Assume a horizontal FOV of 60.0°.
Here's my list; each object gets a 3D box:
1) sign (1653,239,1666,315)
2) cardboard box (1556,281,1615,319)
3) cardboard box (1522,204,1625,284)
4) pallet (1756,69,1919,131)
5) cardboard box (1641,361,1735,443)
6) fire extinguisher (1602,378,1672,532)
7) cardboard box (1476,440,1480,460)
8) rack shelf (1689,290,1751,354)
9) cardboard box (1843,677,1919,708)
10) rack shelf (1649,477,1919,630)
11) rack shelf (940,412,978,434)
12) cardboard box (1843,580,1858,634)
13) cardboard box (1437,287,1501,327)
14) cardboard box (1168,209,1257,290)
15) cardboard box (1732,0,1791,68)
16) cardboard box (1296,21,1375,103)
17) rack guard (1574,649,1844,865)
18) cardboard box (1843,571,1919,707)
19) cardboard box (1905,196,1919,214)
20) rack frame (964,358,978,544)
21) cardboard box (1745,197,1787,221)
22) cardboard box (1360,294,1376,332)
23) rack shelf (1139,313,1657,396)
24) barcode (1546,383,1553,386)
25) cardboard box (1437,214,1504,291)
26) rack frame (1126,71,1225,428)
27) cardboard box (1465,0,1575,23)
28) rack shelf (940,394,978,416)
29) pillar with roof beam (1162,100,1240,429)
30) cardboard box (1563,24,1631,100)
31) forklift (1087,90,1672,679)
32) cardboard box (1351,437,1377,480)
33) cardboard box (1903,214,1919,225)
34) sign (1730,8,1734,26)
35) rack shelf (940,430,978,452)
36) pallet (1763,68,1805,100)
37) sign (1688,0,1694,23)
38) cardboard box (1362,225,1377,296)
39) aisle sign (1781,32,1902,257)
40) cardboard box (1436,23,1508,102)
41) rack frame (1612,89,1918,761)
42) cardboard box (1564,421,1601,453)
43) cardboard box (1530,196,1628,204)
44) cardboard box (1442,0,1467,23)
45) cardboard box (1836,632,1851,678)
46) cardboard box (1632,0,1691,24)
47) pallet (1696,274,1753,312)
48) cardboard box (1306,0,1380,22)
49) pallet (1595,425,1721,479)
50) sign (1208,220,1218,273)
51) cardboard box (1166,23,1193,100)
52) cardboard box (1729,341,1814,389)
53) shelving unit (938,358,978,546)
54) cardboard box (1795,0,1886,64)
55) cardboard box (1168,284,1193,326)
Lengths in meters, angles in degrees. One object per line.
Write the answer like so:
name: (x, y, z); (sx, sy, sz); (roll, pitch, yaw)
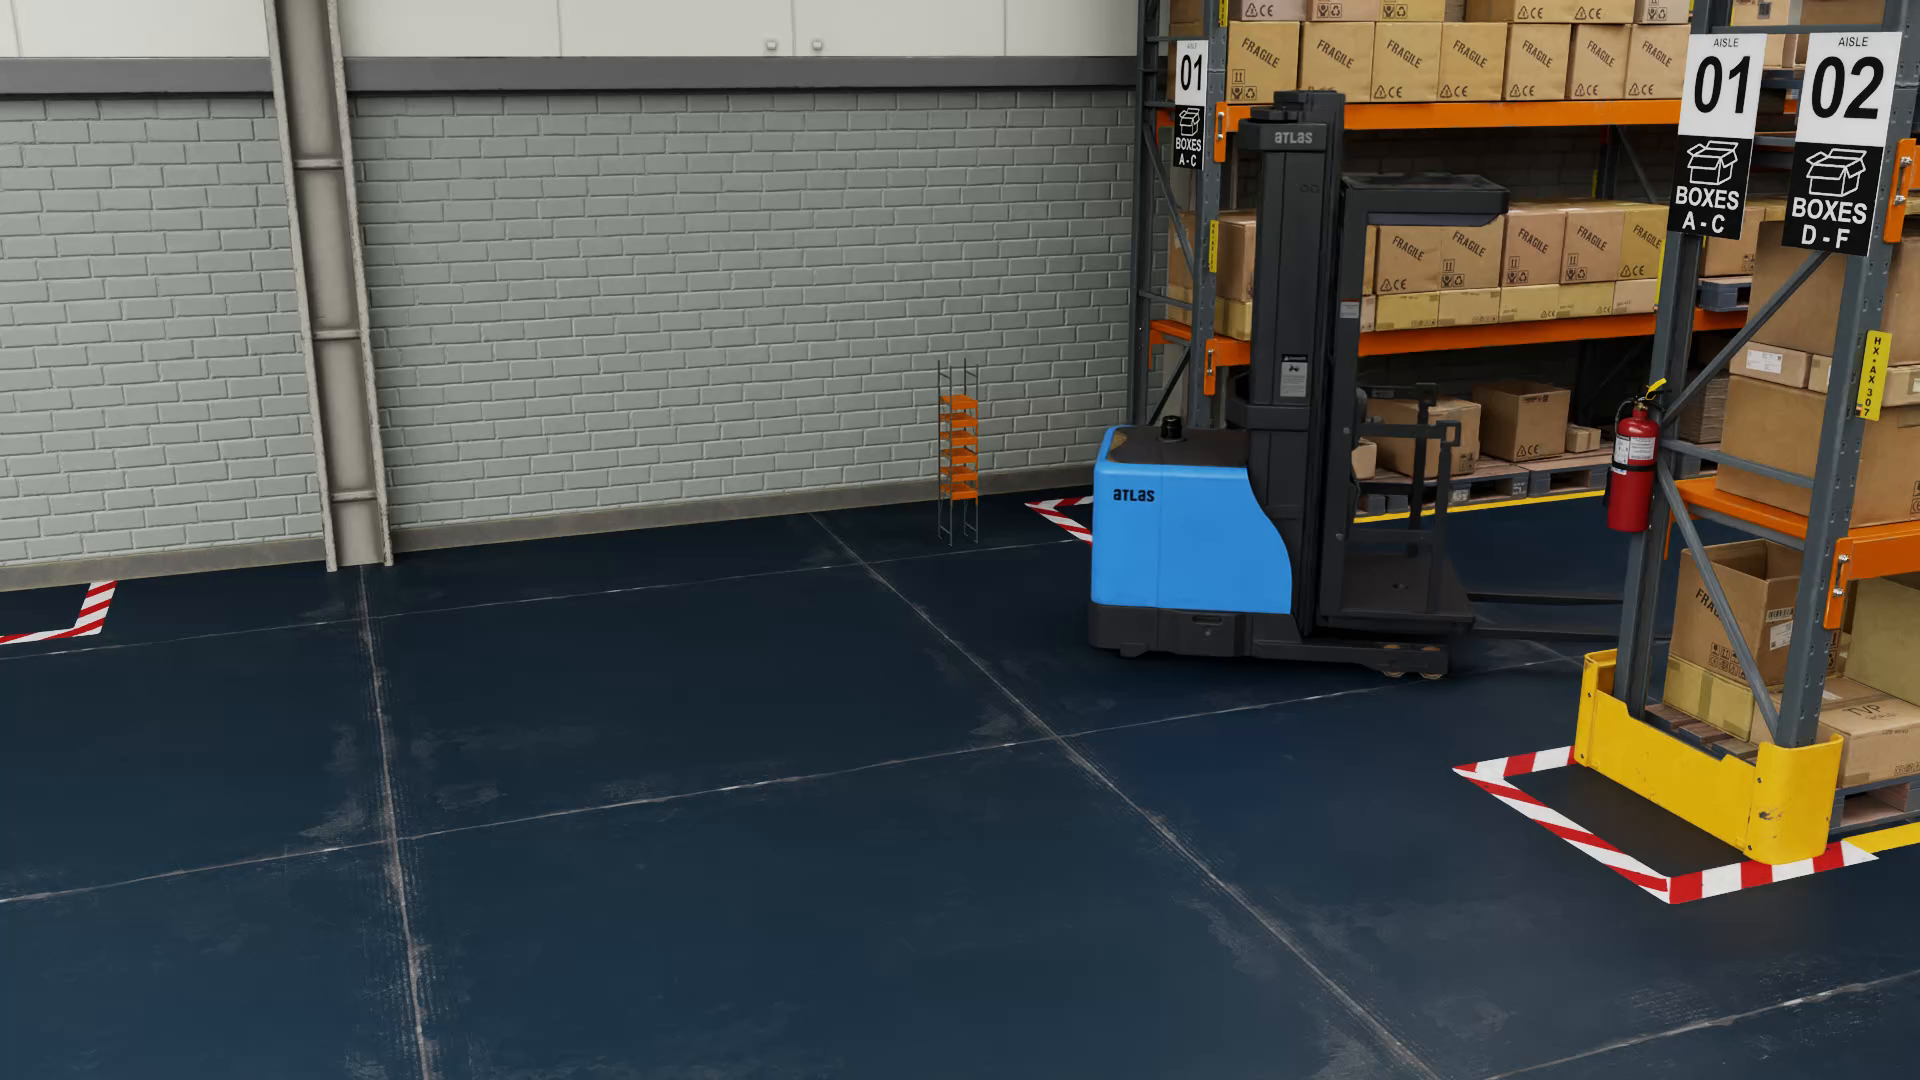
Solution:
sign: (3.020, -1.118, 7.106); (0.005, 0.325, 0.100); (-6, 17, -20)
cardboard box: (4.358, -1.773, 12.043); (0.500, 0.250, 0.500); (-6, 17, -20)
cardboard box: (4.365, -2.127, 11.919); (0.500, 0.500, 0.500); (-6, 17, -20)
pallet: (3.871, -1.766, 6.621); (1.213, 0.211, 1.003); (-6, 17, -20)
cardboard box: (5.842, -1.101, 13.180); (0.500, 0.500, 0.700); (-6, 17, -18)
fire extinguisher: (2.925, -0.378, 7.198); (0.183, 0.674, 0.296); (-6, 17, -20)
cardboard box: (3.660, -0.698, 12.431); (0.250, 0.149, 0.380); (-8, 18, -25)
rack shelf: (7.028, -1.867, 13.410); (4.000, 0.370, 1.077); (-6, 17, -20)
cardboard box: (4.247, 0.766, 7.300); (0.500, 0.250, 0.500); (-6, 17, -20)
rack shelf: (5.069, -0.161, 7.600); (4.000, 0.370, 1.077); (-6, 17, -20)
rack shelf: (-0.014, -0.762, 10.869); (0.180, 0.103, 0.258); (-6, 17, -20)
cardboard box: (4.524, 0.216, 7.842); (0.500, 0.500, 0.500); (-6, 17, -20)
cardboard box: (3.425, -1.667, 11.682); (0.500, 0.250, 0.500); (-6, 17, -20)
cardboard box: (1.789, -2.008, 11.514); (0.500, 0.500, 0.500); (-6, 18, -21)
cardboard box: (5.699, -3.734, 12.242); (0.500, 0.500, 0.500); (-4, 17, -12)
cardboard box: (2.341, -3.117, 10.852); (0.500, 0.500, 0.500); (-5, 17, -16)
rack guard: (3.179, 0.897, 7.156); (0.348, 0.500, 1.175); (-6, 17, -20)
cardboard box: (4.248, 0.407, 7.193); (0.500, 0.500, 0.500); (-6, 17, -20)
cardboard box: (7.305, -2.492, 13.301); (0.500, 0.500, 0.700); (-6, 17, -20)
rack frame: (0.072, -0.583, 10.956); (0.006, 1.200, 0.240); (-6, 17, -20)
cardboard box: (6.172, -2.367, 12.876); (0.500, 0.500, 0.700); (-4, 17, -14)
cardboard box: (2.474, -1.567, 11.341); (0.500, 0.250, 0.500); (-7, 18, -22)
rack shelf: (3.293, -1.464, 12.037); (4.000, 0.370, 1.077); (-6, 17, -20)
barcode: (4.570, -1.185, 12.897); (0.075, 0.075, 0.001); (-6, 17, -20)
cardboard box: (3.406, -2.027, 11.576); (0.500, 0.500, 0.500); (-6, 17, -18)
rack frame: (1.425, -1.608, 11.249); (0.127, 3.000, 1.000); (-6, 17, -20)
cardboard box: (3.798, -3.752, 11.240); (0.500, 0.500, 0.500); (-7, 18, -22)
rack shelf: (-0.014, -0.877, 10.835); (0.180, 0.103, 0.258); (-6, 17, -20)
pillar with roof beam: (3.310, -3.651, 7.562); (0.400, 9.000, 9.100); (-6, 17, -20)
cardboard box: (4.300, -3.344, 11.625); (0.500, 0.500, 0.500); (-8, 18, -25)
forklift: (2.250, -0.844, 8.771); (3.031, 2.935, 1.130); (2, 17, 8)
cardboard box: (2.636, -0.632, 11.918); (0.500, 0.311, 0.500); (-5, 17, -15)
cardboard box: (4.180, -1.079, 6.967); (0.500, 0.500, 0.700); (-7, 18, -22)
sign: (5.362, -3.556, 11.643); (0.005, 0.325, 0.100); (-6, 17, -20)
rack shelf: (-0.014, -0.647, 10.903); (0.180, 0.103, 0.258); (-6, 17, -20)
pallet: (5.775, -3.394, 12.342); (1.003, 0.211, 1.213); (-6, 17, -20)
sign: (3.020, -2.275, 6.766); (0.005, 0.325, 0.100); (-6, 17, -20)
cardboard box: (2.444, -1.921, 11.217); (0.500, 0.500, 0.500); (-6, 17, -20)
aisle sign: (3.249, -1.465, 6.148); (0.004, 0.787, 0.394); (-6, 17, -20)
cardboard box: (3.317, -3.230, 11.237); (0.500, 0.500, 0.500); (-5, 17, -17)
rack frame: (3.201, -0.305, 6.812); (0.127, 3.000, 1.000); (-6, 17, -20)
cardboard box: (4.671, -0.801, 12.749); (0.250, 0.166, 0.380); (-9, 18, -27)
cardboard box: (4.647, -2.316, 12.560); (0.500, 0.500, 0.500); (-7, 18, -21)
cardboard box: (3.180, -3.847, 11.563); (0.500, 0.500, 0.500); (-6, 17, -20)
cardboard box: (4.059, 0.628, 7.771); (0.500, 0.250, 0.500); (-6, 17, -20)
cardboard box: (4.789, -3.866, 11.627); (0.500, 0.500, 0.500); (-8, 18, -25)
pallet: (5.926, -1.958, 12.781); (1.213, 0.211, 1.003); (-6, 17, -20)
cardboard box: (2.358, -3.596, 10.710); (0.500, 0.500, 0.500); (-6, 18, -21)
pallet: (5.887, -0.752, 13.284); (1.213, 0.211, 1.003); (-6, 17, -20)
sign: (1.619, -1.880, 10.641); (0.005, 0.325, 0.100); (-6, 17, -20)
cardboard box: (1.724, -3.213, 11.179); (0.500, 0.500, 0.500); (-5, 17, -16)
cardboard box: (3.490, -0.752, 7.008); (0.250, 0.149, 0.380); (-6, 18, -21)
shelving unit: (-0.014, -0.574, 10.924); (0.189, 1.200, 0.258); (-6, 17, -20)
cardboard box: (3.739, -2.119, 6.489); (0.637, 0.503, 0.797); (-5, 17, -16)
cardboard box: (1.792, -1.643, 11.601); (0.500, 0.250, 0.500); (-6, 17, -19)
